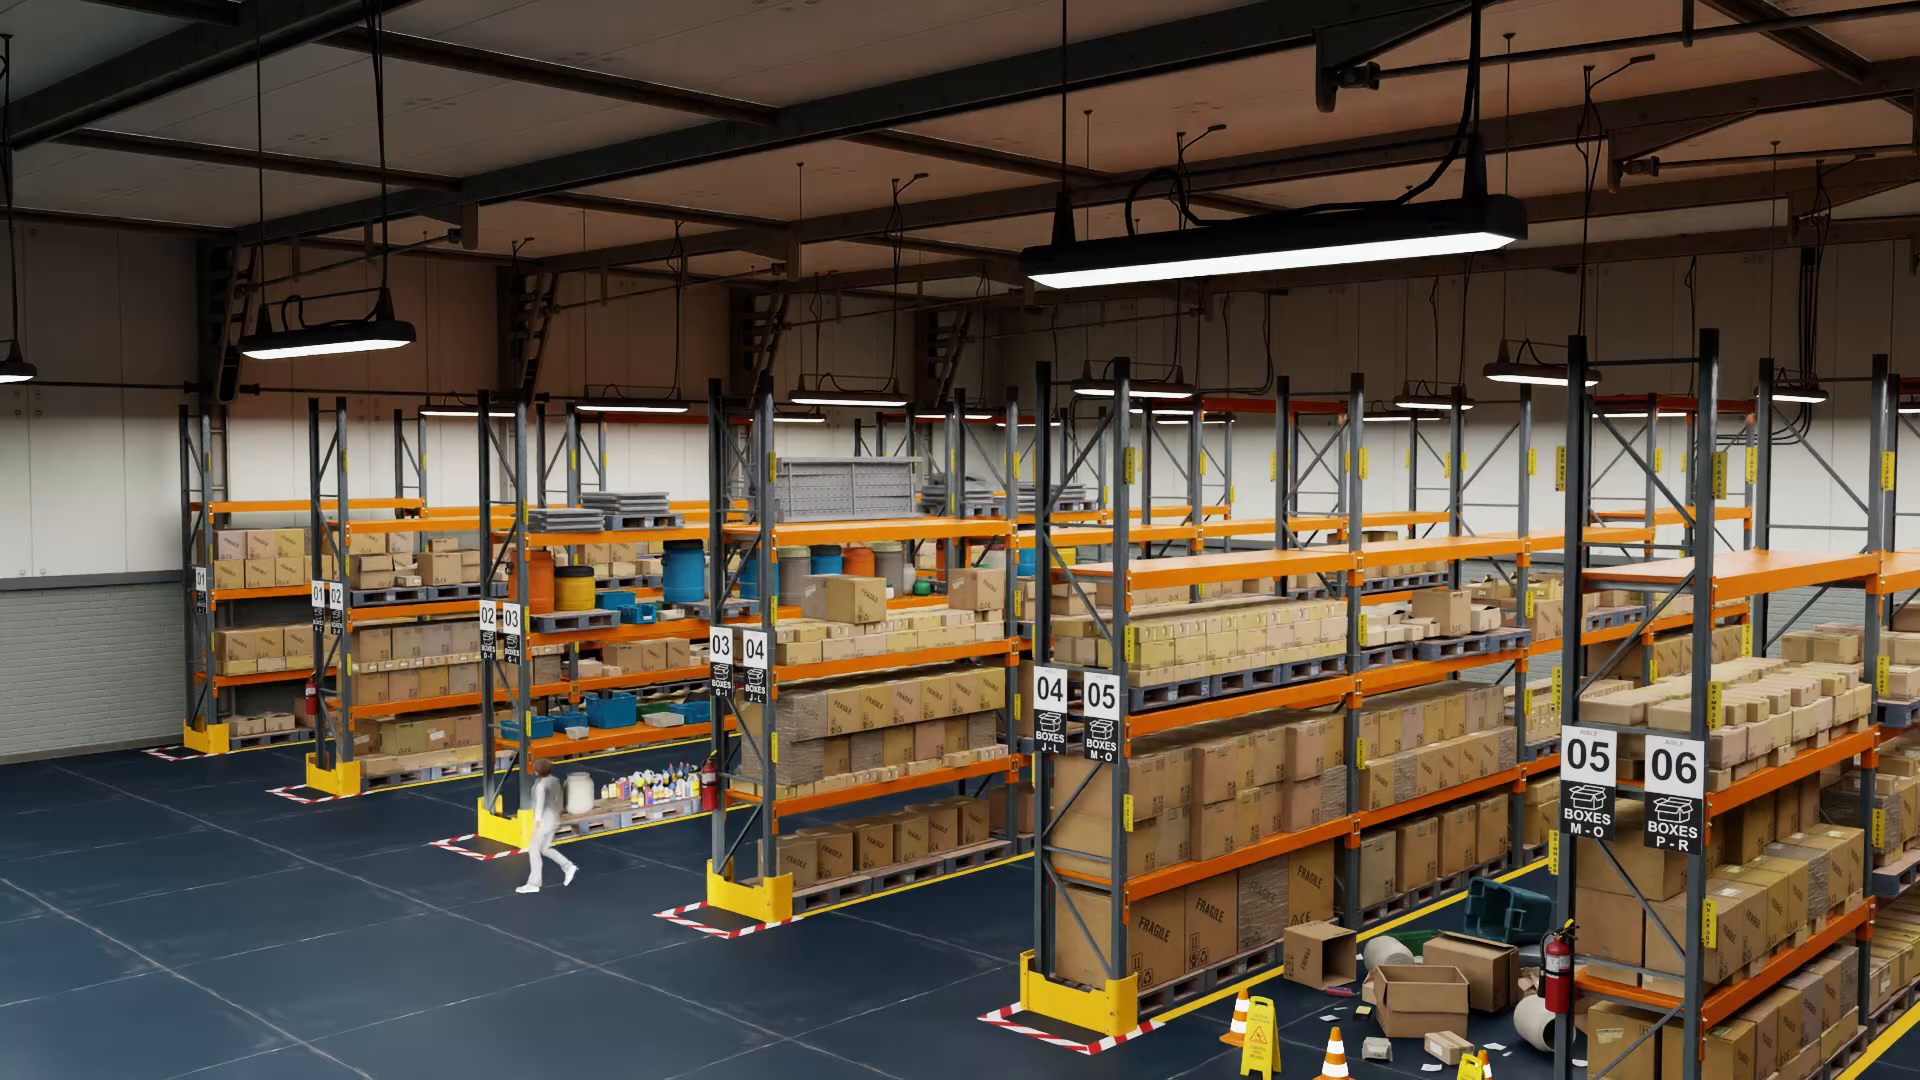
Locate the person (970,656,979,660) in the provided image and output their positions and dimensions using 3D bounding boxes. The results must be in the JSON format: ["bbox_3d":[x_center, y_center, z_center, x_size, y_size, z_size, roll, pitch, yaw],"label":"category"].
[{"bbox_3d":[0.388,2.341,38.275,0.426,1.677,0.662,-2,4,-35],"label":"person"}]

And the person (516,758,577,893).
[{"bbox_3d":[-4.839,3.335,19.494,0.695,1.584,0.469,1,3,10],"label":"person"}]

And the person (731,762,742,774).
[{"bbox_3d":[-3.270,2.857,26.617,0.919,1.746,0.576,-1,3,-12],"label":"person"}]
